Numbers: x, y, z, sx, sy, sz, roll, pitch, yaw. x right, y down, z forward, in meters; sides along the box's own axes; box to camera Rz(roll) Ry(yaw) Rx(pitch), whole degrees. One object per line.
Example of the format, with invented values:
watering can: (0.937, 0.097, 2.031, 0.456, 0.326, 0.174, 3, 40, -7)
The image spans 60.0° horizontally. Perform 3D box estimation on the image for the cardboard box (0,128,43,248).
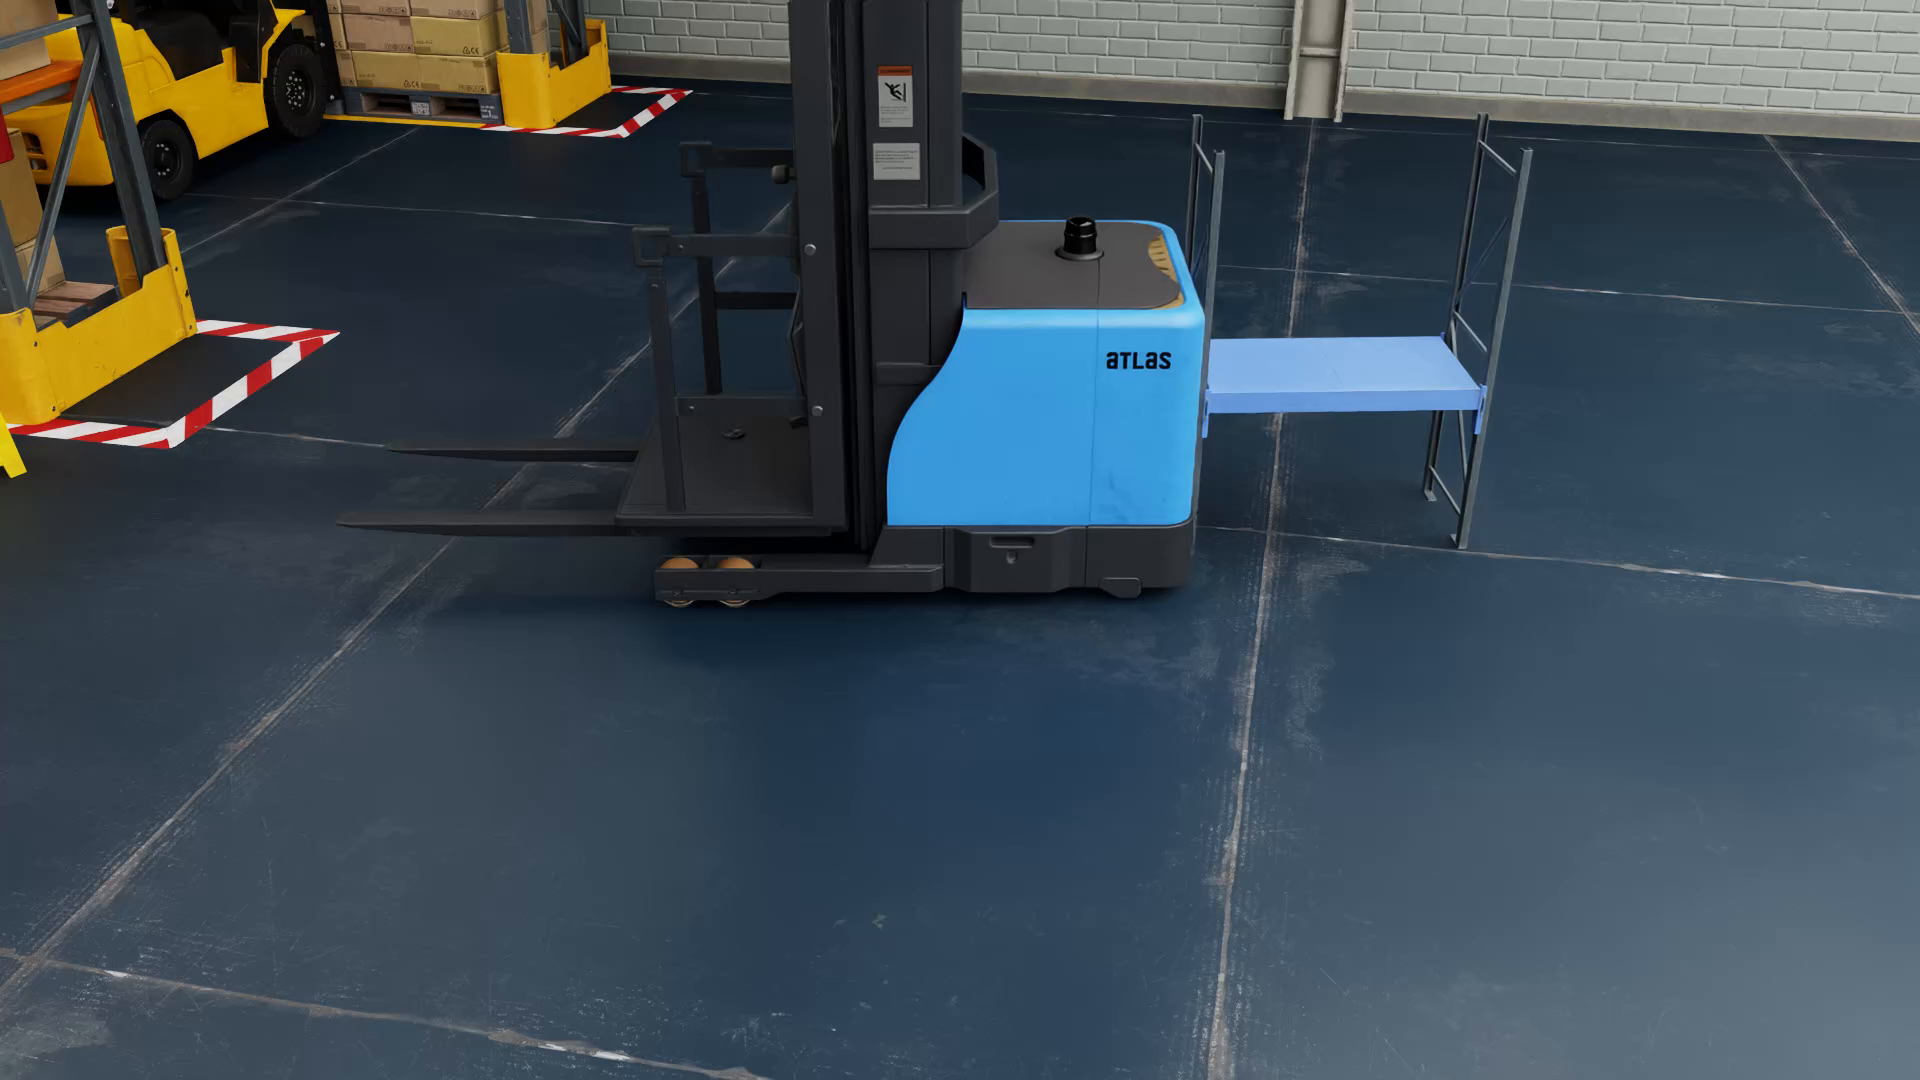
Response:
cardboard box: (-4.674, -1.607, 7.707, 0.500, 0.500, 0.500, 5, 29, 9)

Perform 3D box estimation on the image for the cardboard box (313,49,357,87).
cardboard box: (-4.384, -3.404, 11.770, 0.500, 0.250, 0.500, 6, 29, 11)

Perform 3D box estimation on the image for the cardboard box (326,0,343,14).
cardboard box: (-4.398, -3.829, 11.506, 0.500, 0.250, 0.500, 6, 29, 11)

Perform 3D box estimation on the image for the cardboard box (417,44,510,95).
cardboard box: (-3.412, -3.295, 11.571, 0.500, 0.250, 0.500, 6, 29, 11)

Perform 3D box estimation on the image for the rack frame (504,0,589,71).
rack frame: (-2.887, -4.418, 11.197, 0.127, 3.000, 1.000, 6, 29, 11)

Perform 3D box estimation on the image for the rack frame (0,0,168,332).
rack frame: (-3.919, -2.087, 6.938, 0.127, 3.000, 1.000, 6, 29, 11)

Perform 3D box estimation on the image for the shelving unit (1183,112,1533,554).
shelving unit: (1.352, -0.733, 6.027, 1.048, 1.500, 0.538, -1, 29, -2)

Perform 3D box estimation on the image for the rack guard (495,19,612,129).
rack guard: (-2.863, -3.320, 11.793, 0.348, 0.500, 1.175, 6, 29, 11)

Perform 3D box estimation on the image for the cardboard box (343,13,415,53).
cardboard box: (-3.916, -3.573, 11.558, 0.500, 0.250, 0.500, 6, 29, 10)

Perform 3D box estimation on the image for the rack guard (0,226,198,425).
rack guard: (-3.994, -0.998, 7.553, 0.348, 0.500, 1.175, 6, 29, 11)

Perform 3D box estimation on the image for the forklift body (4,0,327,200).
forklift body: (-5.122, -3.380, 10.183, 1.214, 2.155, 2.313, 6, 29, 11)

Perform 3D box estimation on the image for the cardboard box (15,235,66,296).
cardboard box: (-4.651, -1.276, 7.883, 0.500, 0.250, 0.500, 6, 29, 10)

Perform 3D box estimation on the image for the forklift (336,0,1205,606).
forklift: (-0.701, -1.309, 5.589, 3.031, 2.935, 1.130, 0, 29, 0)

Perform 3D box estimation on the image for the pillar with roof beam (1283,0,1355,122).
pillar with roof beam: (1.589, -4.920, 5.865, 0.400, 9.000, 9.100, 6, 29, 11)

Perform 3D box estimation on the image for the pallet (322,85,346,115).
pallet: (-4.833, -3.376, 12.196, 1.213, 0.211, 1.003, 6, 29, 11)

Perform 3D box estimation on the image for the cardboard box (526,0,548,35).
cardboard box: (-3.303, -3.761, 11.901, 0.500, 0.250, 0.500, 6, 29, 11)

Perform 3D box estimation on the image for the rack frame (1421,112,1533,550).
rack frame: (1.860, -0.741, 6.041, 0.032, 1.500, 0.500, -1, 29, -2)

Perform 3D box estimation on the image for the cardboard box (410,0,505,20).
cardboard box: (-3.402, -3.735, 11.333, 0.500, 0.250, 0.500, 7, 29, 12)

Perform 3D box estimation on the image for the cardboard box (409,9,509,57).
cardboard box: (-3.428, -3.518, 11.457, 0.500, 0.250, 0.500, 5, 29, 10)

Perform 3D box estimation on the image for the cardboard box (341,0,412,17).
cardboard box: (-3.903, -3.783, 11.422, 0.500, 0.250, 0.500, 6, 29, 11)

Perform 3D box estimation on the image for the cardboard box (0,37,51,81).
cardboard box: (-4.208, -2.108, 7.239, 0.250, 0.149, 0.380, 6, 29, 11)

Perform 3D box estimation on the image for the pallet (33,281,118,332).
pallet: (-4.781, -0.970, 7.801, 1.213, 0.211, 1.003, 6, 29, 11)

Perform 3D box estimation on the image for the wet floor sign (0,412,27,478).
wet floor sign: (-3.957, -0.533, 6.551, 0.232, 0.644, 0.267, 17, 33, 28)

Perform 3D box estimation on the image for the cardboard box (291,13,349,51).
cardboard box: (-4.425, -3.615, 11.635, 0.500, 0.250, 0.500, 5, 29, 9)

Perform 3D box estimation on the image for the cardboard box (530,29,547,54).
cardboard box: (-3.326, -3.538, 12.014, 0.500, 0.250, 0.500, 6, 29, 11)

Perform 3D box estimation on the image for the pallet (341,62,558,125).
pallet: (-3.643, -3.252, 11.971, 1.213, 0.211, 1.003, 6, 29, 11)

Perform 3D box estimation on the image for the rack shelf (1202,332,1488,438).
rack shelf: (1.352, -0.575, 6.113, 1.000, 0.185, 0.538, -1, 29, -2)

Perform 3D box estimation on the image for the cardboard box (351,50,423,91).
cardboard box: (-3.896, -3.350, 11.671, 0.500, 0.250, 0.500, 6, 29, 11)

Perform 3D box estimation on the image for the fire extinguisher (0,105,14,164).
fire extinguisher: (-3.904, -1.825, 6.541, 0.183, 0.674, 0.296, 6, 29, 11)

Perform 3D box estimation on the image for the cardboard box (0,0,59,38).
cardboard box: (-4.325, -2.439, 7.168, 0.500, 0.500, 0.500, 5, 29, 10)

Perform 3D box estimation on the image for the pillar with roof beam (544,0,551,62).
pillar with roof beam: (-4.278, -5.521, 6.964, 0.400, 9.000, 9.100, 6, 29, 11)

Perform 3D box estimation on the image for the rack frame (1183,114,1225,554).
rack frame: (0.844, -0.725, 6.013, 0.032, 1.500, 0.500, -1, 29, -2)

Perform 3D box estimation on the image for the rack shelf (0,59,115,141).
rack shelf: (-5.875, -1.972, 7.477, 4.000, 0.370, 1.077, 6, 29, 11)
